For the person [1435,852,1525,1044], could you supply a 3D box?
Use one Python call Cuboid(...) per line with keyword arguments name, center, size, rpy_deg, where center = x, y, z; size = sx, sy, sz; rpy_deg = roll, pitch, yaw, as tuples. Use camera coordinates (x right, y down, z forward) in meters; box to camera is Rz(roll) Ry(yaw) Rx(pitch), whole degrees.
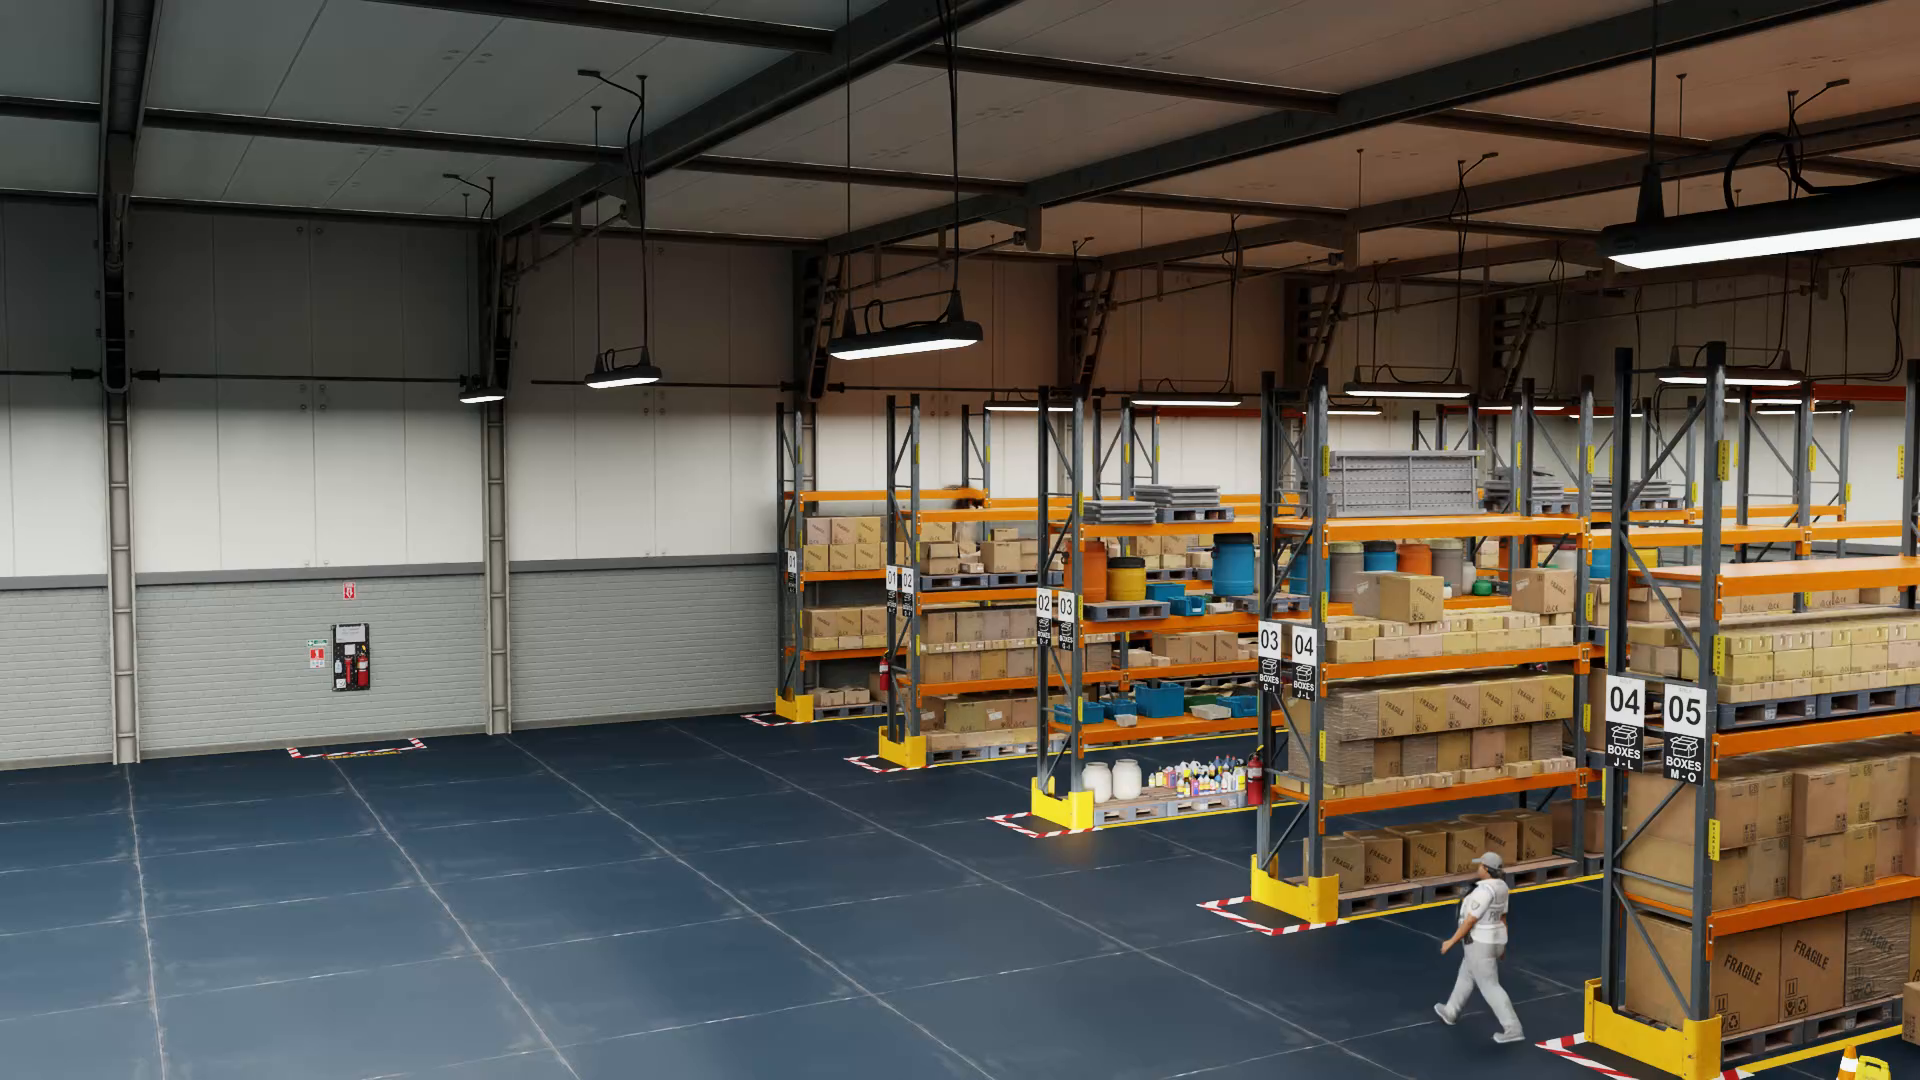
Cuboid(name="person", center=(4.546, 3.532, 14.563), size=(0.574, 1.612, 1.002), rpy_deg=(-3, 4, -43))
